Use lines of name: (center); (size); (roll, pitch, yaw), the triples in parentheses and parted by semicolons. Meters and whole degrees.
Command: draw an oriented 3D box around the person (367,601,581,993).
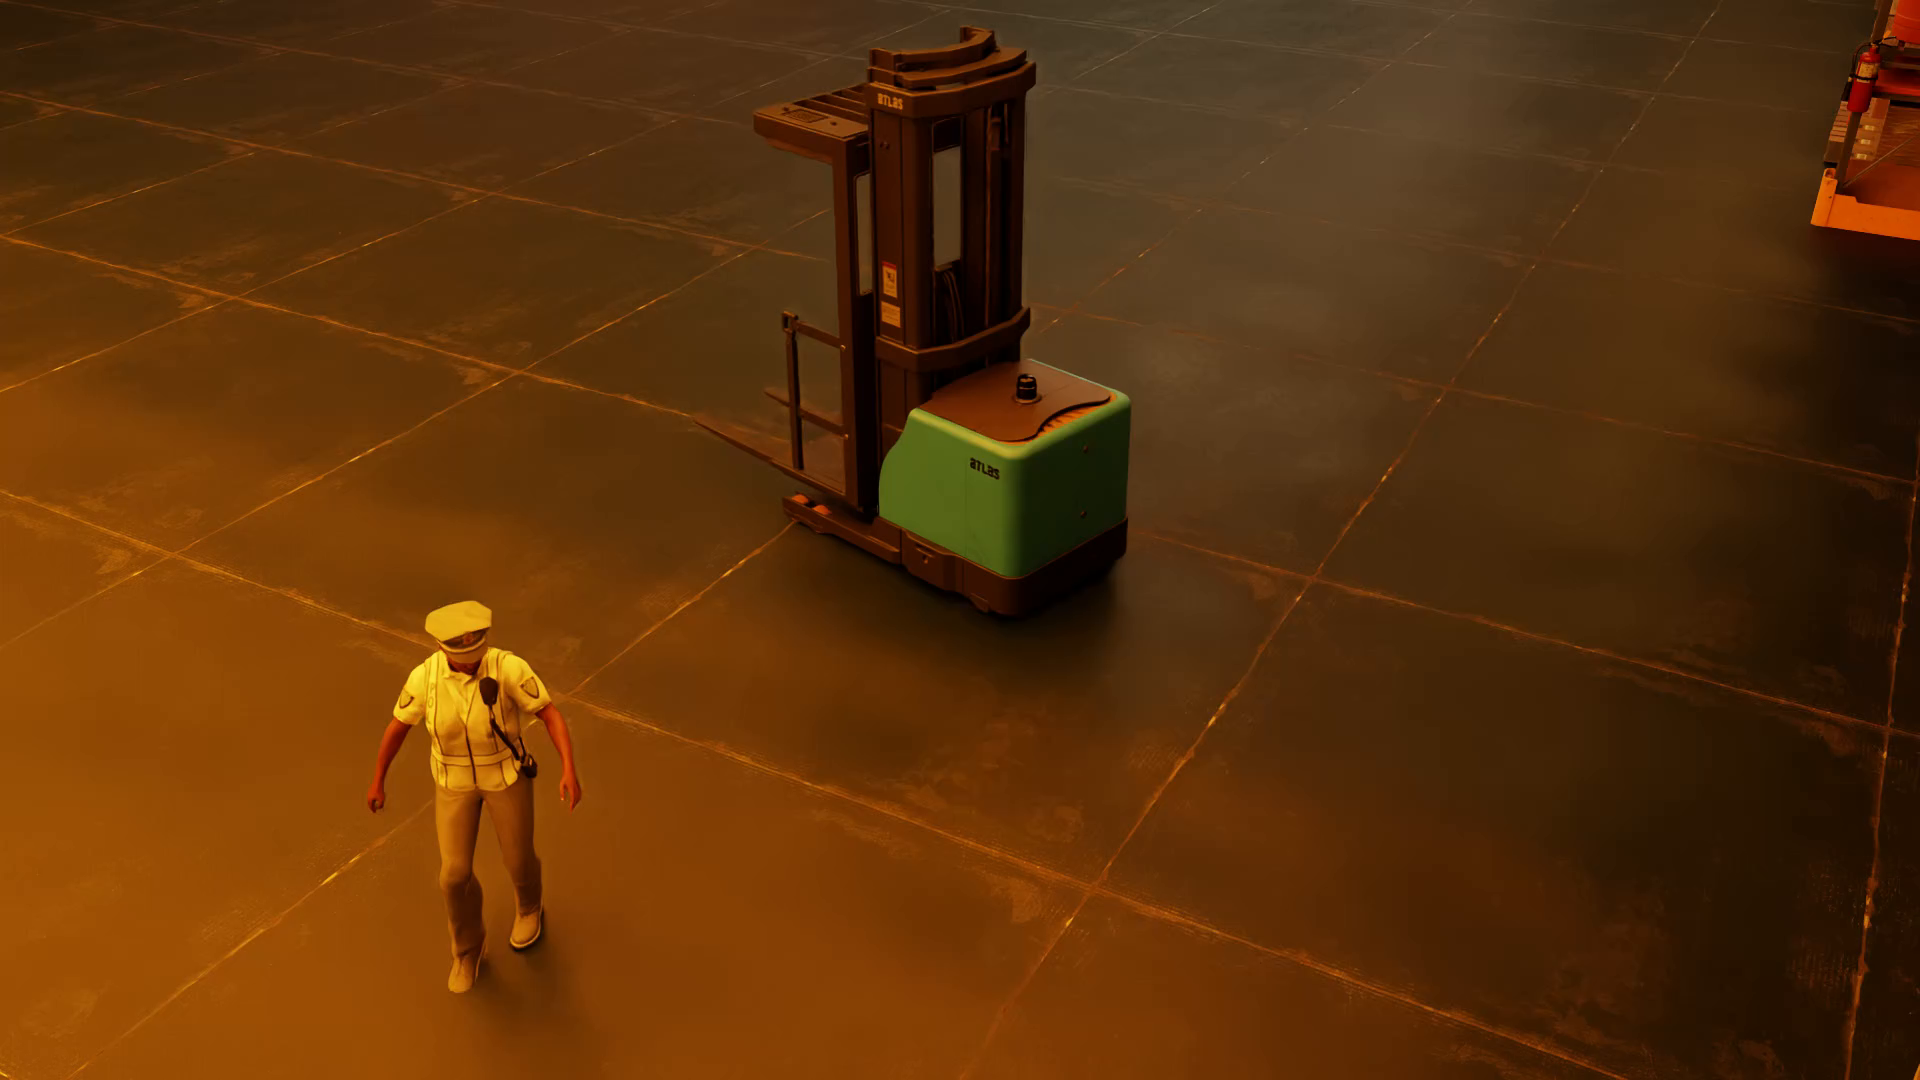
person: (-1.920, 1.040, 6.624); (0.899, 1.691, 0.546); (-2, 30, -3)

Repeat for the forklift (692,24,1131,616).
forklift: (-0.443, -1.479, 9.634); (3.031, 2.935, 1.130); (26, 39, 37)
